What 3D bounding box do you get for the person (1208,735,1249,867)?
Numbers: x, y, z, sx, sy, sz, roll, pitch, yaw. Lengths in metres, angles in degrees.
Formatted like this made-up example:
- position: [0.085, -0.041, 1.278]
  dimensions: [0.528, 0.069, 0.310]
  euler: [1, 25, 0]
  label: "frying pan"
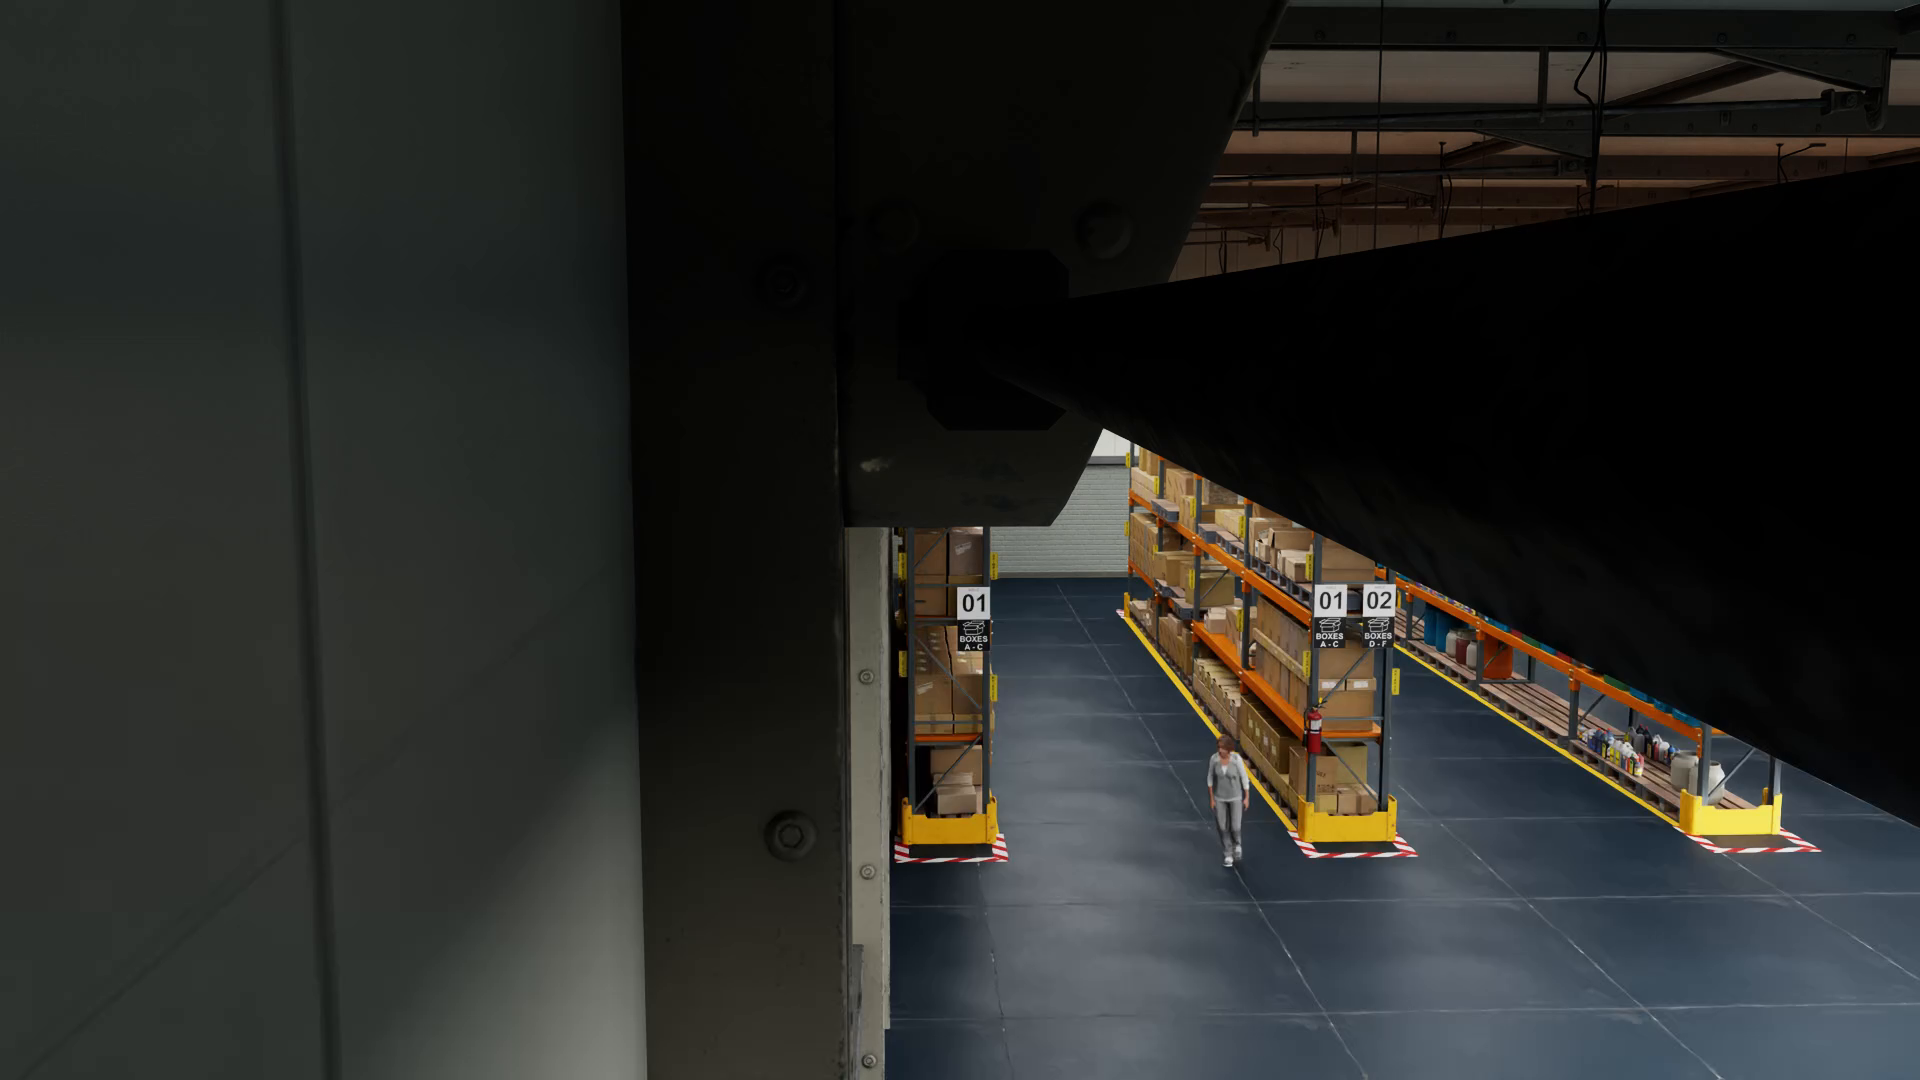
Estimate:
- position: [3.164, 3.056, 19.600]
  dimensions: [0.498, 1.579, 0.455]
  euler: [3, 8, 19]
  label: "person"
